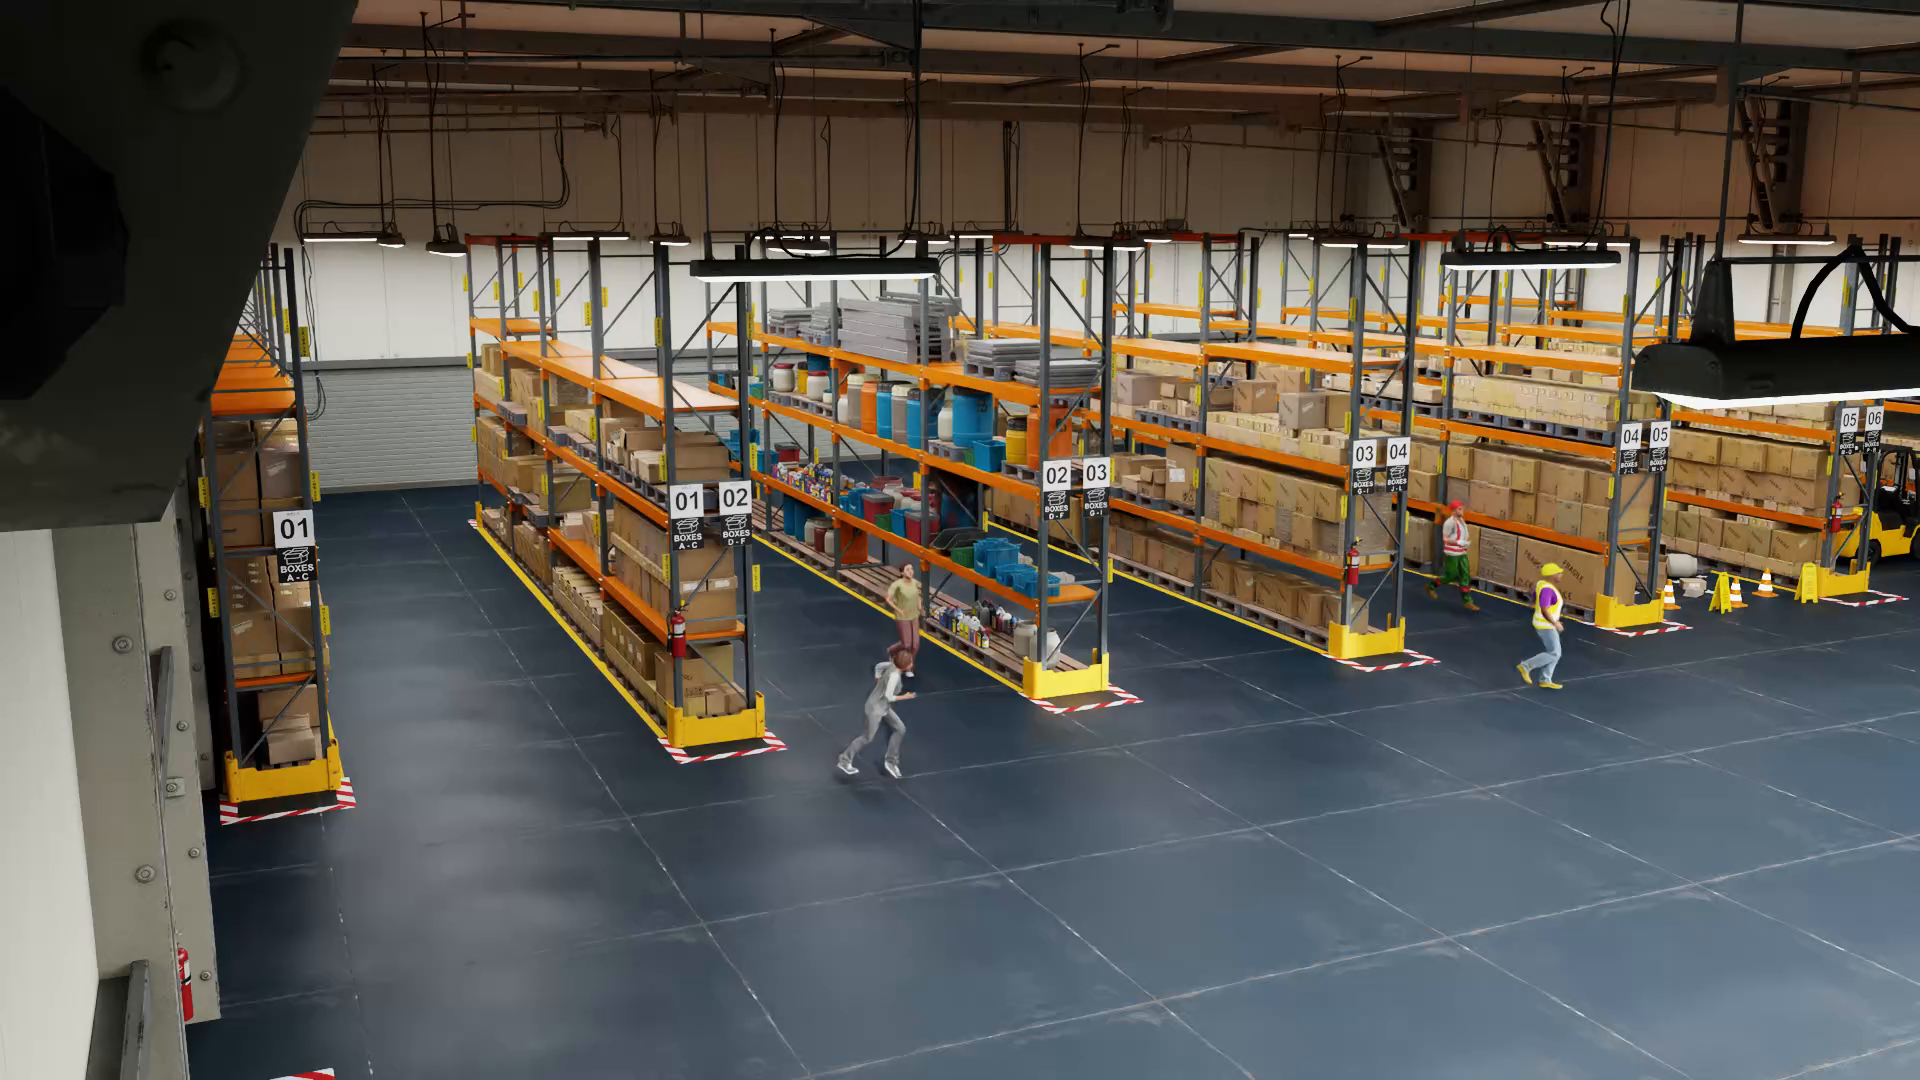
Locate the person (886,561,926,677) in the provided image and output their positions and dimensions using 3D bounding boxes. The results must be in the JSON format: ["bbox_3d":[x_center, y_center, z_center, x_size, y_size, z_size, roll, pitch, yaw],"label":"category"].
[{"bbox_3d":[-0.770,1.087,23.244,0.566,1.624,0.546,-8,14,-37],"label":"person"}]

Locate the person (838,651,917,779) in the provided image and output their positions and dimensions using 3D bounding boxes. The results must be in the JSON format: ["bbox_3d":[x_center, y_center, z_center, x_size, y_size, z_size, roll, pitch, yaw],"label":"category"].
[{"bbox_3d":[-0.947,2.003,18.993,0.915,1.517,0.578,0,11,2],"label":"person"}]

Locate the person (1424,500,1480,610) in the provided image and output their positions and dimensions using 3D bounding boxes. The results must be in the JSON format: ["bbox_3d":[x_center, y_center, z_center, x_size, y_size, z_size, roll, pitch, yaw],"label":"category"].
[{"bbox_3d":[8.089,0.228,27.165,0.654,1.776,0.985,-10,15,-41],"label":"person"}]

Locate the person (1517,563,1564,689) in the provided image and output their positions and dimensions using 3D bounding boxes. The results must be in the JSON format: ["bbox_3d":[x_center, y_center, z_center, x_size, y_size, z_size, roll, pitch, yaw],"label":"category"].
[{"bbox_3d":[7.915,1.165,22.602,0.635,1.743,0.723,2,11,9],"label":"person"}]
